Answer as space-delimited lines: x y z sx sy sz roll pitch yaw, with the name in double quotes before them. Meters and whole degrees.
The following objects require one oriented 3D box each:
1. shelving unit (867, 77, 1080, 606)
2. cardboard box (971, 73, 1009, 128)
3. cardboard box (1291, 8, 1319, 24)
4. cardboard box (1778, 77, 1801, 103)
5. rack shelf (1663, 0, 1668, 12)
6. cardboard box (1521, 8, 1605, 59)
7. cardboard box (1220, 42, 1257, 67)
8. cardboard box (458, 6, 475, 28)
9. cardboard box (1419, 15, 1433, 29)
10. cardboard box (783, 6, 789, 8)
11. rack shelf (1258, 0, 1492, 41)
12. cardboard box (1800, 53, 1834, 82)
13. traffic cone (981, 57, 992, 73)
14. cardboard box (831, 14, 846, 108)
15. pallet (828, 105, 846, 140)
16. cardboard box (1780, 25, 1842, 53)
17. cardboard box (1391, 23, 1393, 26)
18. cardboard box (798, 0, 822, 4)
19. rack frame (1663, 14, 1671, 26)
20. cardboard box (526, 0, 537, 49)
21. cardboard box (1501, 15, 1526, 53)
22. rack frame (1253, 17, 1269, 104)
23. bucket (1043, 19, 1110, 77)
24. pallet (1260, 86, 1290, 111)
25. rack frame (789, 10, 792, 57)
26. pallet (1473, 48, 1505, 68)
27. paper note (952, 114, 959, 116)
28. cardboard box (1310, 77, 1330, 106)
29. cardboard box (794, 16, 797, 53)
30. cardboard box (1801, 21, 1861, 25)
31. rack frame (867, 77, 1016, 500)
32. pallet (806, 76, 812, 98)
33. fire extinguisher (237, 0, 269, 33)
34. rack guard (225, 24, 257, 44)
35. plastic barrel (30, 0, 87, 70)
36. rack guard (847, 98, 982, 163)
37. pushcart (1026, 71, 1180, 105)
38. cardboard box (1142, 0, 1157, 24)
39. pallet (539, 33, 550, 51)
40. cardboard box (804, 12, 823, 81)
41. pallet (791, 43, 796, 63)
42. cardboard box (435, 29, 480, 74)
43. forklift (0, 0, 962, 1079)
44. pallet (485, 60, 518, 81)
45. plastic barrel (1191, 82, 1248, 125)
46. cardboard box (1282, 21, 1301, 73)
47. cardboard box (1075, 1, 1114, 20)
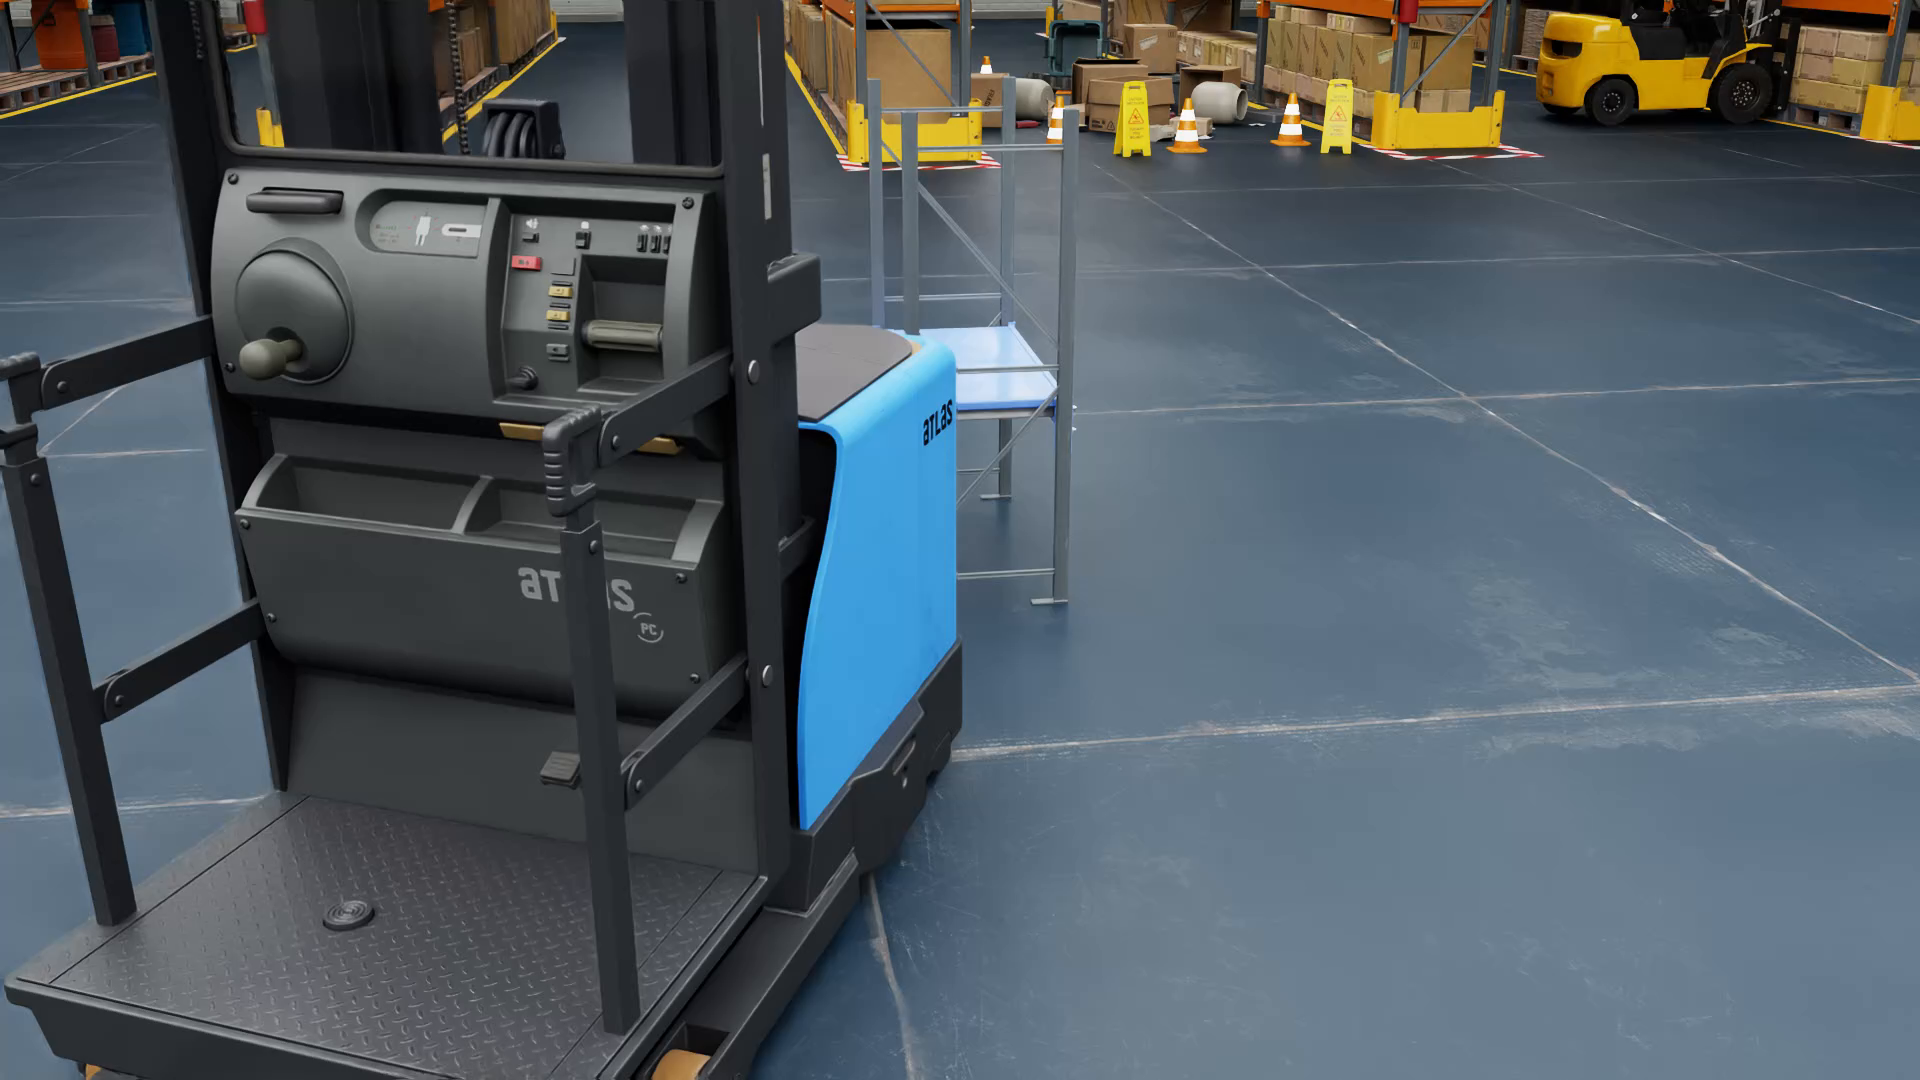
"shelving unit" 0.012 -0.673 5.375 0.538 1.500 1.048 -3 21 -8
"cardboard box" 0.256 -4.532 17.132 0.500 0.500 0.500 1 20 2
"cardboard box" 3.753 -5.594 17.737 0.380 0.149 0.250 -2 21 -6
"cardboard box" 8.882 -4.741 17.451 0.500 0.250 0.500 -3 21 -7
"rack shelf" 8.523 -7.079 21.411 1.077 0.370 4.000 -3 21 -8
"cardboard box" 8.311 -6.976 22.901 0.875 0.625 0.625 -2 21 -6
"cardboard box" 3.715 -5.868 20.296 0.950 0.372 0.625 -2 21 -4
"cardboard box" -6.356 -6.513 20.740 0.500 0.250 0.500 -2 21 -6
"cardboard box" 7.592 -8.157 26.240 0.500 0.500 0.500 -3 21 -8
"cardboard box" -2.706 -8.655 27.227 0.380 0.149 0.250 -4 21 -10
"rack shelf" 4.189 -5.443 17.030 1.077 0.370 4.000 -3 21 -8
"cardboard box" 8.947 -4.809 16.919 0.500 0.250 0.500 -3 21 -8
"traffic cone" 0.318 -5.540 19.886 0.336 0.463 0.334 -3 21 -8
"cardboard box" -0.828 -4.856 16.866 0.875 0.875 0.875 -3 21 -7
"pallet" -0.772 -4.191 16.635 1.003 0.211 1.213 -3 21 -8
"cardboard box" 8.851 -5.210 17.280 0.500 0.250 0.500 -3 21 -7
"cardboard box" 4.401 -5.188 17.578 0.500 0.500 0.500 -2 21 -5
"cardboard box" -1.918 -7.173 22.535 0.500 0.250 0.500 -3 21 -9
"rack frame" 8.812 -6.724 19.431 1.000 3.000 0.127 -3 21 -8
"cardboard box" -6.947 -7.723 24.543 1.225 0.875 0.875 -3 21 -8
"cardboard box" 7.961 -7.270 23.866 0.500 0.500 0.500 -2 21 -6
"rack frame" 3.900 -6.472 18.758 1.000 3.000 0.127 -3 21 -8
"bucket" 1.318 -5.435 18.488 0.726 0.611 0.620 4 11 11
"pallet" 4.032 -4.935 18.628 1.003 0.211 1.213 -3 21 -8
"rack frame" -2.137 -8.957 25.412 1.000 3.000 0.127 -3 21 -8
"pallet" 8.165 -7.063 24.325 1.003 0.211 1.213 -3 21 -8
"paper note" 0.010 -4.610 18.014 0.142 0.020 0.147 17 27 39
"cardboard box" 3.946 -4.623 17.136 0.500 0.250 0.500 -4 21 -10
"cardboard box" -2.077 -7.175 23.612 0.500 0.500 0.500 -4 21 -10
"cardboard box" 9.302 -5.416 17.831 0.500 0.250 0.500 -3 21 -9
"rack frame" -0.061 -0.849 5.846 0.500 1.500 0.032 -3 21 -8
"pallet" -1.348 -5.568 20.322 1.003 0.211 1.213 -3 21 -8
"fire extinguisher" -5.769 -4.488 13.557 0.296 0.674 0.183 -3 21 -8
"rack guard" -12.553 -8.714 28.333 1.175 0.500 0.348 -3 21 -8
"plastic barrel" -11.471 -6.456 21.216 0.600 0.830 0.708 -3 21 -8
"rack guard" -0.403 -3.623 14.703 1.175 0.500 0.348 -3 21 -8
"pushcart" 1.651 -5.111 18.862 1.648 0.377 0.936 -11 23 -26
"cardboard box" 3.182 -7.611 24.243 0.875 0.875 0.875 -3 21 -7
"pallet" -7.271 -8.126 27.172 1.003 0.211 1.213 -3 21 -8
"cardboard box" -1.297 -5.875 19.774 1.050 0.750 0.750 -3 21 -8
"pallet" -2.023 -7.382 25.178 1.003 0.211 1.213 -3 21 -8
"cardboard box" -6.274 -5.970 20.357 0.700 0.500 0.500 -5 21 -12
"forklift" -0.926 -0.409 2.623 1.130 2.935 3.031 6 21 16
"pallet" -6.522 -6.328 22.356 1.003 0.211 1.213 -3 21 -8
"plastic barrel" 2.681 -4.519 17.211 0.512 0.421 0.421 12 24 30
"cardboard box" 3.807 -5.329 17.956 0.500 0.500 0.500 -2 21 -6
"cardboard box" 2.505 -9.083 28.811 0.875 0.438 0.875 -2 21 -6
